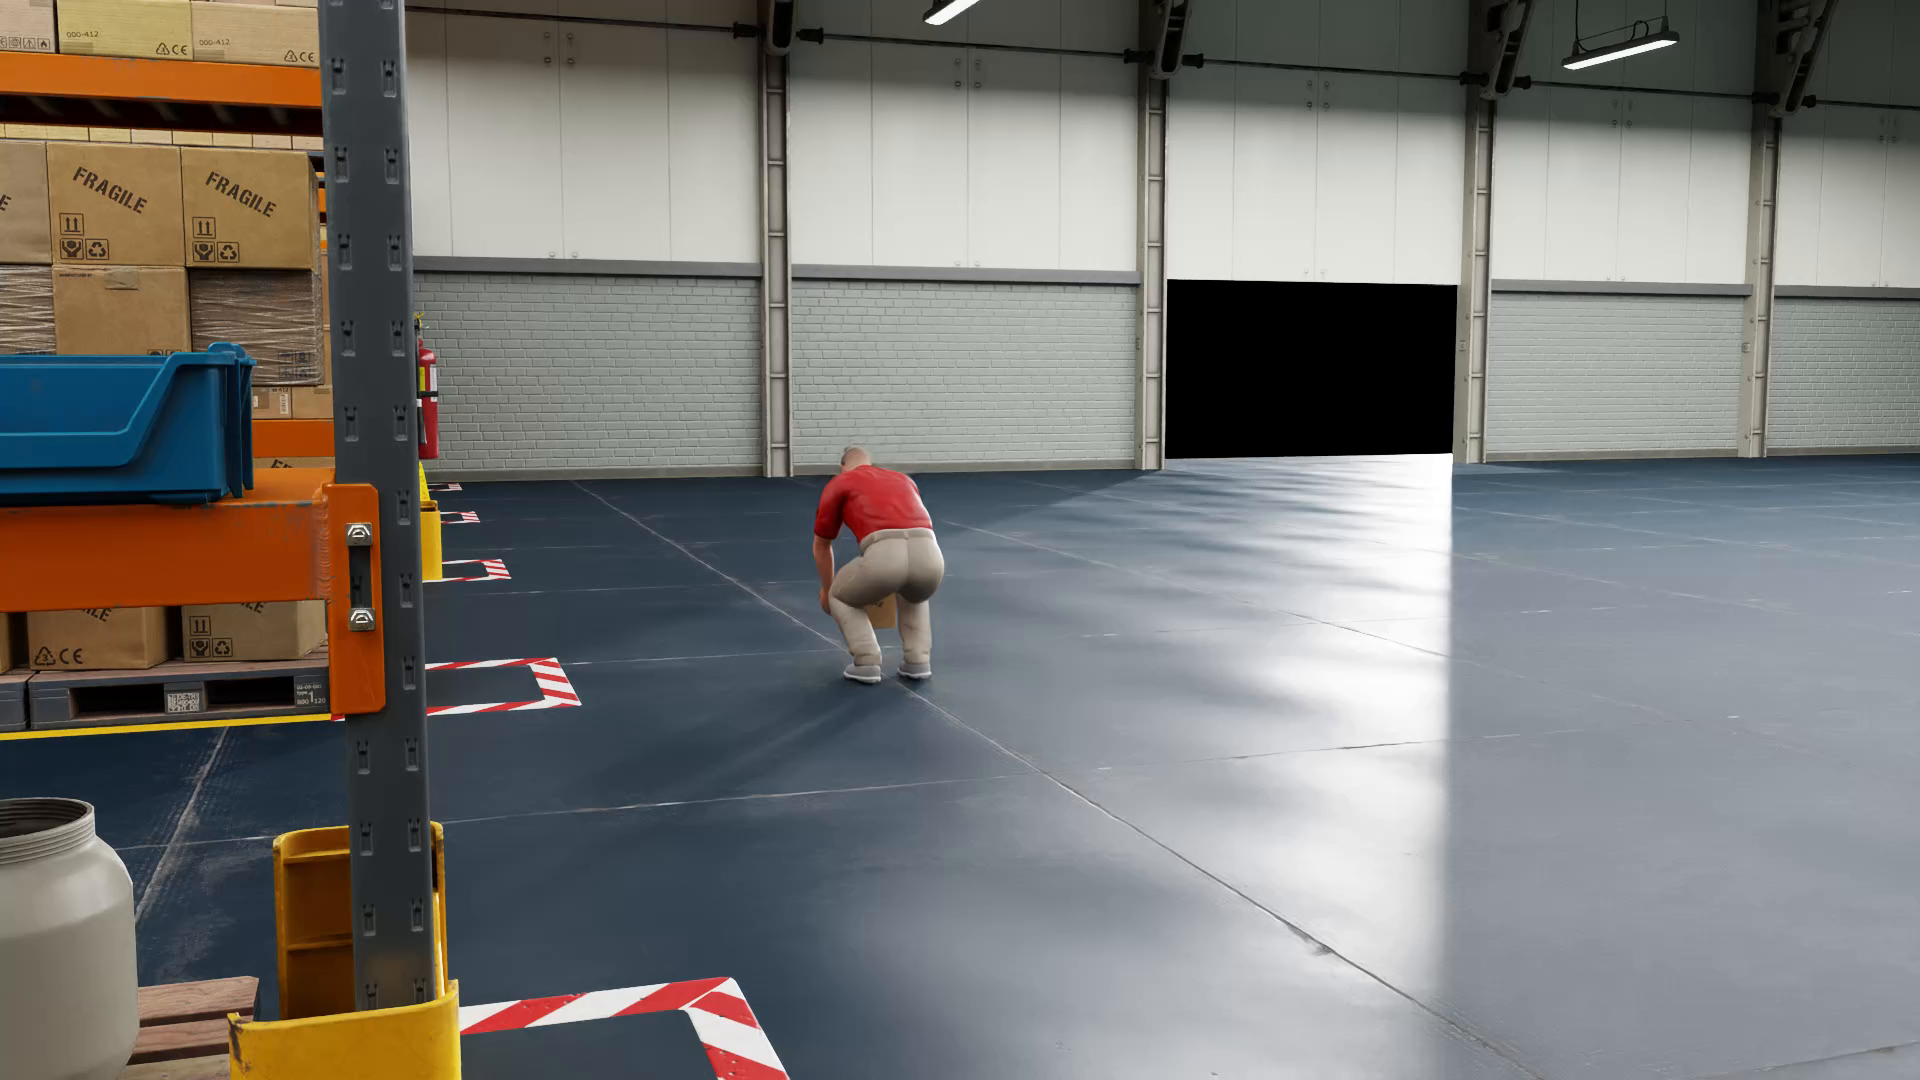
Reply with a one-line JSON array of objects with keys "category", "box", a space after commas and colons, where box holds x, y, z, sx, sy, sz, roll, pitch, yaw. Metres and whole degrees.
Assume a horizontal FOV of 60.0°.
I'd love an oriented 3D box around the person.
[{"category": "person", "box": [-0.408, 0.120, 8.237, 0.571, 1.130, 0.818, -2, 6, -19]}]
